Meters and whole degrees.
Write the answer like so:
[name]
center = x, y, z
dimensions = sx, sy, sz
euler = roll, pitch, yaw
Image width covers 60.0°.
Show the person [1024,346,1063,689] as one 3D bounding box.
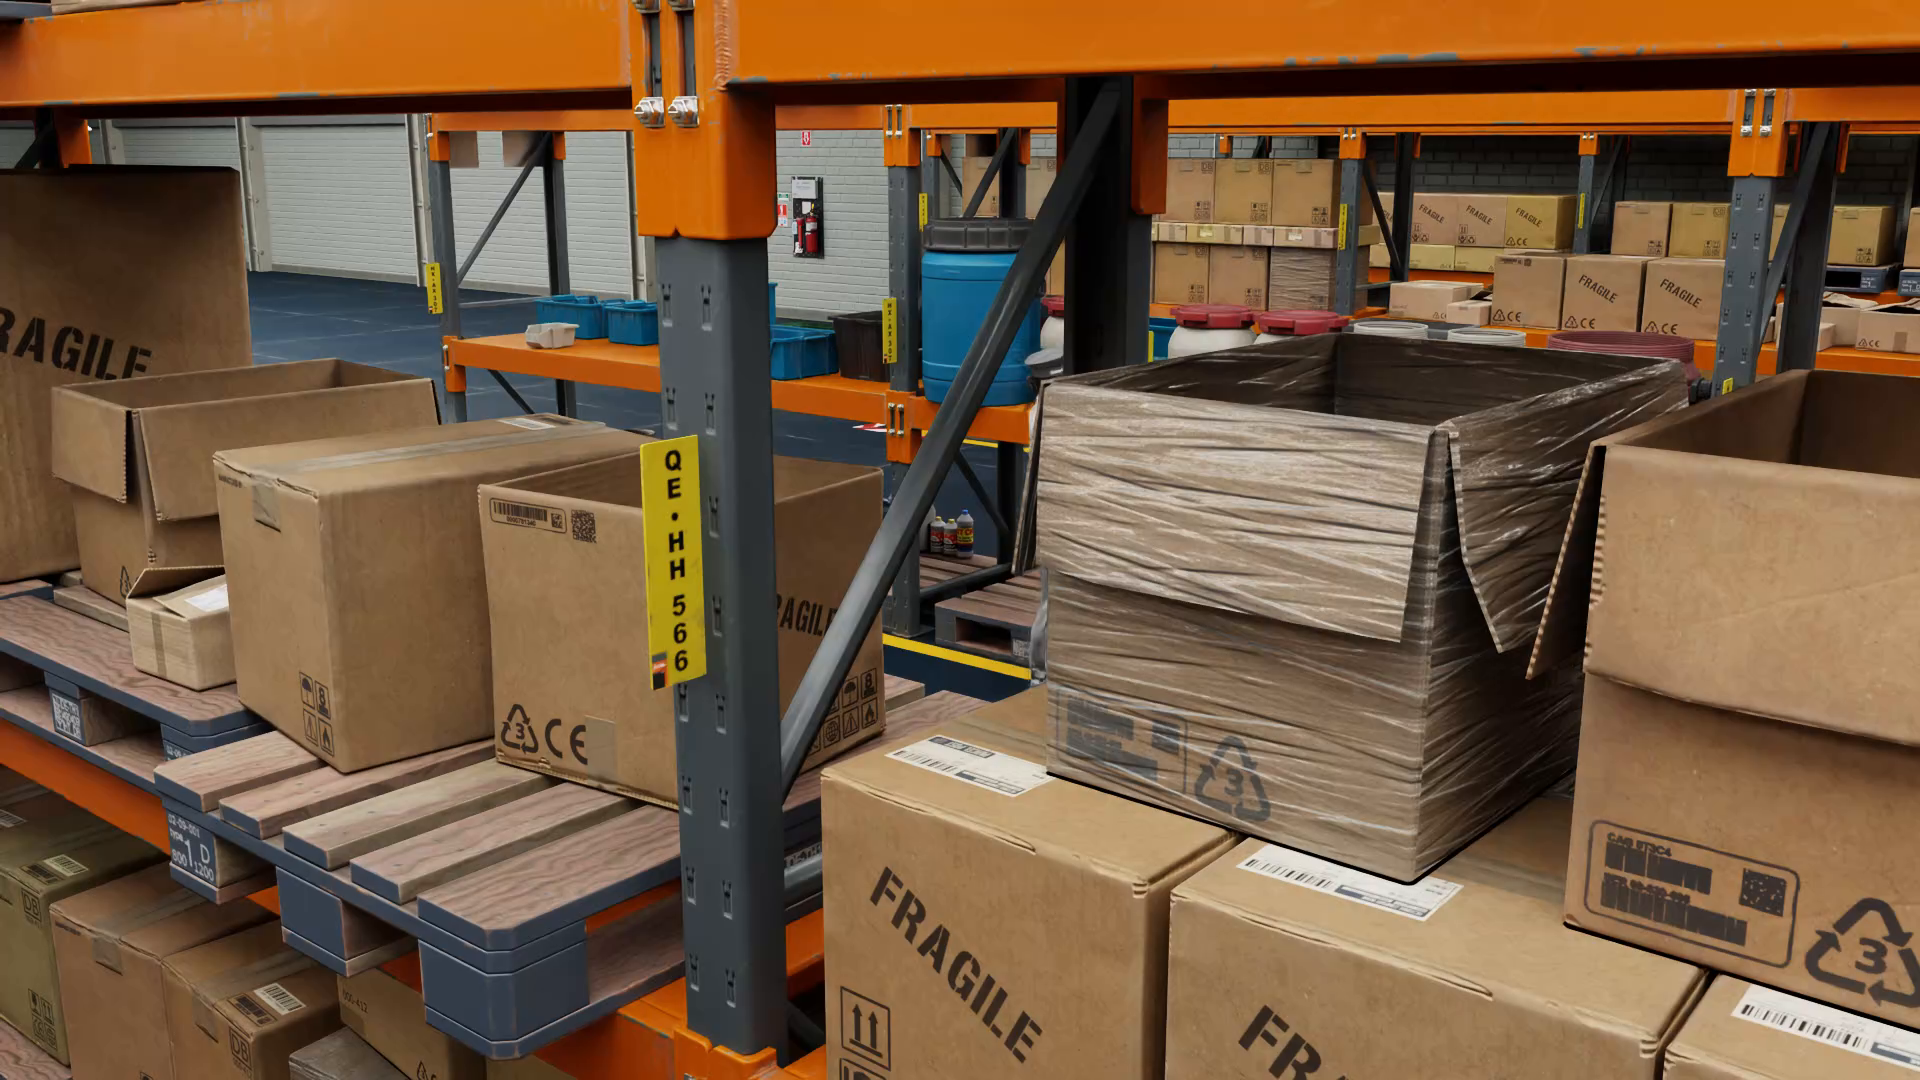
[person]
center = 0.507, -0.051, 7.746
dimensions = 0.435, 1.732, 0.531
euler = 0, 13, -2
